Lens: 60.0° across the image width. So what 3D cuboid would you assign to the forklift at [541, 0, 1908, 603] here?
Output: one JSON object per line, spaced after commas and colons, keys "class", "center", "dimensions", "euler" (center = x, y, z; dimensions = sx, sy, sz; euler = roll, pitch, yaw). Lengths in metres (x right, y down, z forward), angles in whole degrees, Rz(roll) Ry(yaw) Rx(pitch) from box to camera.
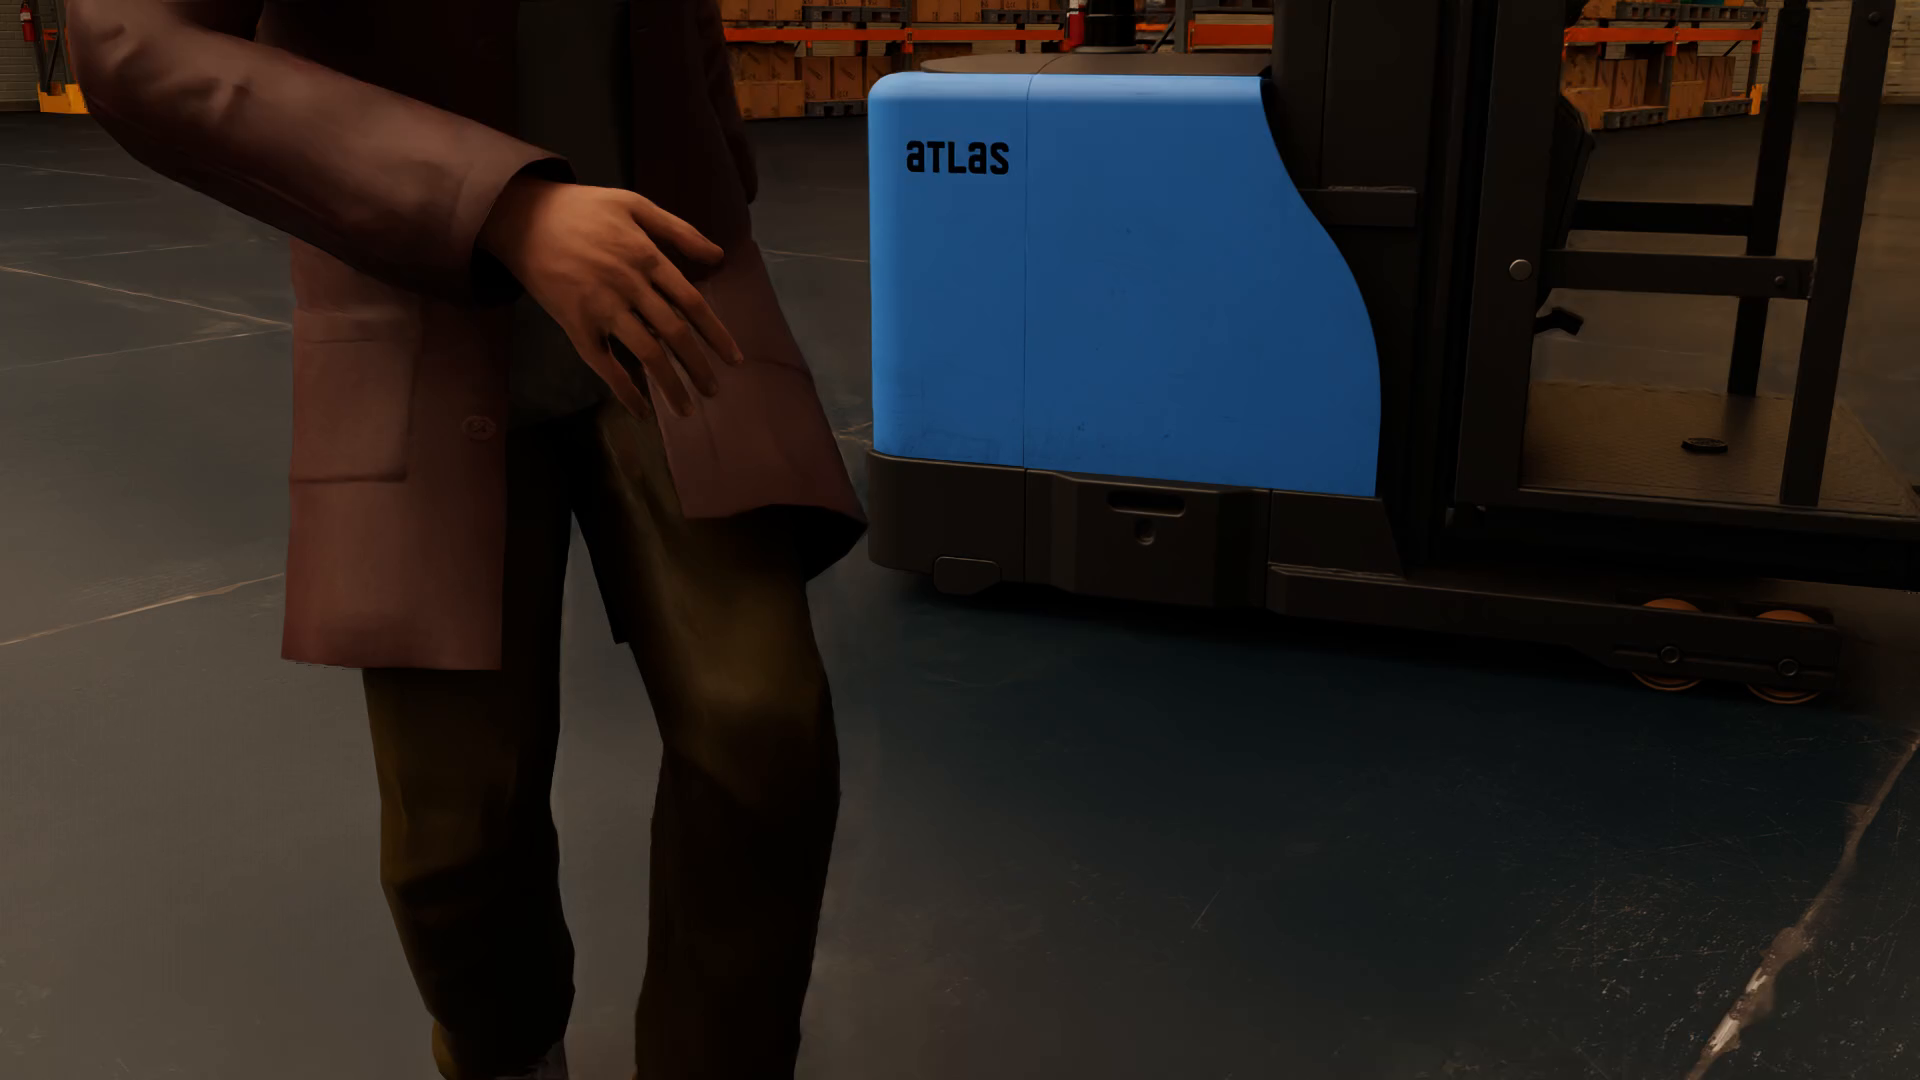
{"class": "forklift", "center": [0.643, -1.436, 3.628], "dimensions": [3.031, 2.935, 1.130], "euler": [-2, 17, -6]}
